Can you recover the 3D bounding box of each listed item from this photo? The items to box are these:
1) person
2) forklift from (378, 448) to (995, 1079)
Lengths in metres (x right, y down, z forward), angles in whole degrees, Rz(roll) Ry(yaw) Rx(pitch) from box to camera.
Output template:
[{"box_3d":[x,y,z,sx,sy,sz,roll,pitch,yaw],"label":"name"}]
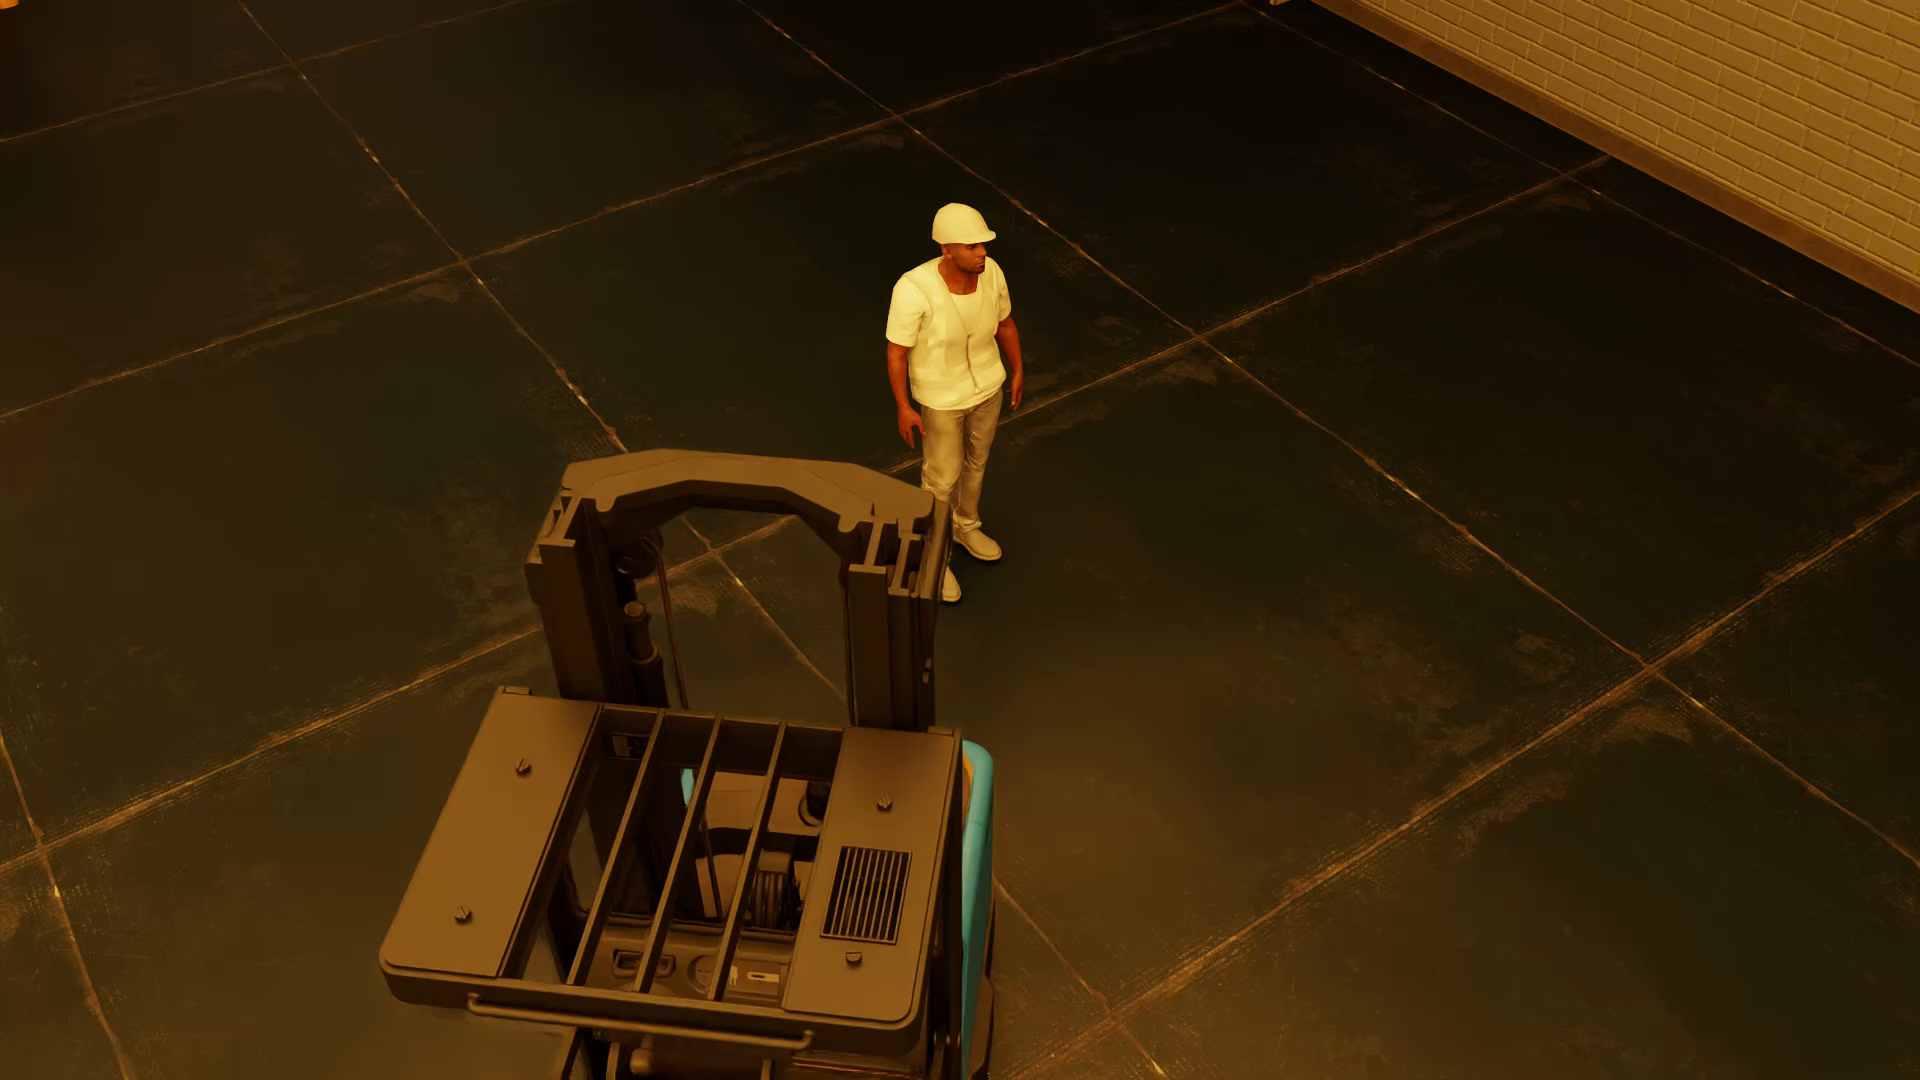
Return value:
[{"box_3d":[0.035,-0.614,7.231,0.666,1.765,0.577,-25,48,-25],"label":"person"},{"box_3d":[-0.569,1.340,4.261,1.130,2.935,3.031,5,43,5],"label":"forklift"}]
